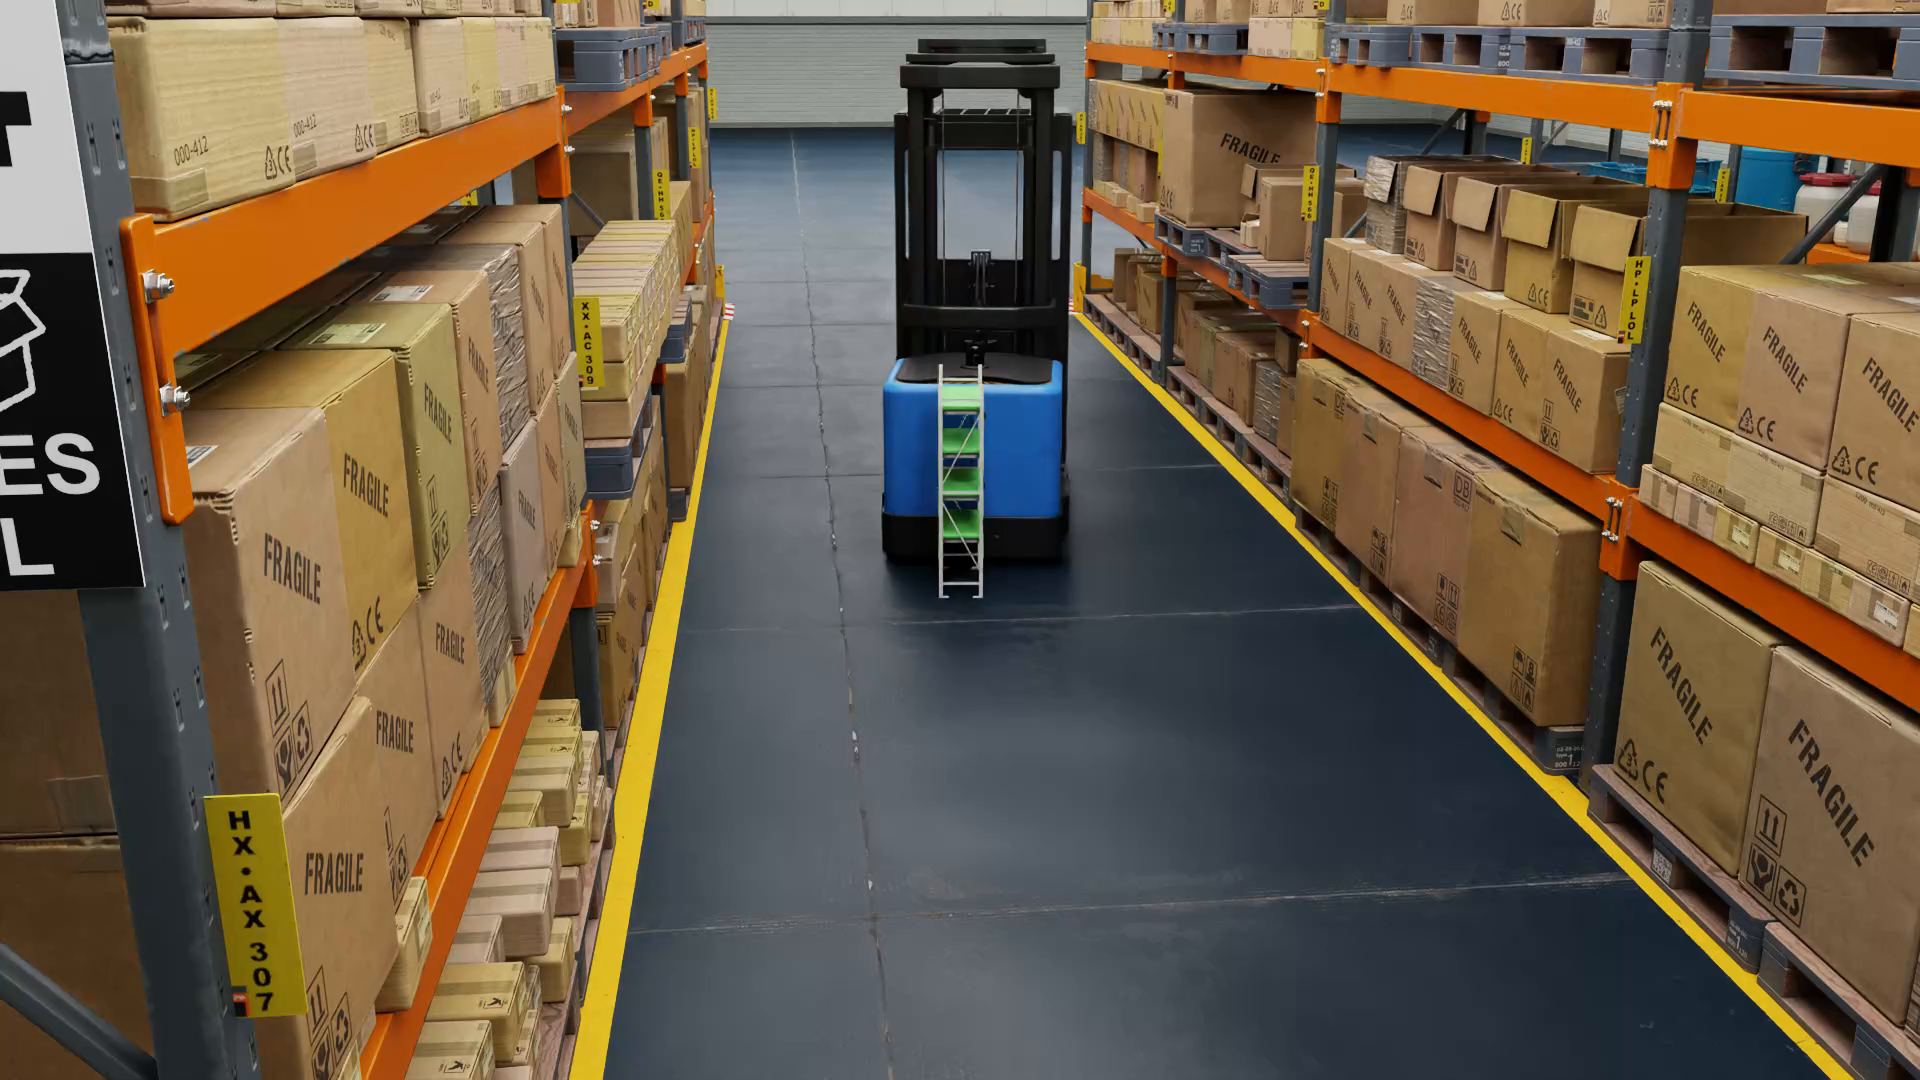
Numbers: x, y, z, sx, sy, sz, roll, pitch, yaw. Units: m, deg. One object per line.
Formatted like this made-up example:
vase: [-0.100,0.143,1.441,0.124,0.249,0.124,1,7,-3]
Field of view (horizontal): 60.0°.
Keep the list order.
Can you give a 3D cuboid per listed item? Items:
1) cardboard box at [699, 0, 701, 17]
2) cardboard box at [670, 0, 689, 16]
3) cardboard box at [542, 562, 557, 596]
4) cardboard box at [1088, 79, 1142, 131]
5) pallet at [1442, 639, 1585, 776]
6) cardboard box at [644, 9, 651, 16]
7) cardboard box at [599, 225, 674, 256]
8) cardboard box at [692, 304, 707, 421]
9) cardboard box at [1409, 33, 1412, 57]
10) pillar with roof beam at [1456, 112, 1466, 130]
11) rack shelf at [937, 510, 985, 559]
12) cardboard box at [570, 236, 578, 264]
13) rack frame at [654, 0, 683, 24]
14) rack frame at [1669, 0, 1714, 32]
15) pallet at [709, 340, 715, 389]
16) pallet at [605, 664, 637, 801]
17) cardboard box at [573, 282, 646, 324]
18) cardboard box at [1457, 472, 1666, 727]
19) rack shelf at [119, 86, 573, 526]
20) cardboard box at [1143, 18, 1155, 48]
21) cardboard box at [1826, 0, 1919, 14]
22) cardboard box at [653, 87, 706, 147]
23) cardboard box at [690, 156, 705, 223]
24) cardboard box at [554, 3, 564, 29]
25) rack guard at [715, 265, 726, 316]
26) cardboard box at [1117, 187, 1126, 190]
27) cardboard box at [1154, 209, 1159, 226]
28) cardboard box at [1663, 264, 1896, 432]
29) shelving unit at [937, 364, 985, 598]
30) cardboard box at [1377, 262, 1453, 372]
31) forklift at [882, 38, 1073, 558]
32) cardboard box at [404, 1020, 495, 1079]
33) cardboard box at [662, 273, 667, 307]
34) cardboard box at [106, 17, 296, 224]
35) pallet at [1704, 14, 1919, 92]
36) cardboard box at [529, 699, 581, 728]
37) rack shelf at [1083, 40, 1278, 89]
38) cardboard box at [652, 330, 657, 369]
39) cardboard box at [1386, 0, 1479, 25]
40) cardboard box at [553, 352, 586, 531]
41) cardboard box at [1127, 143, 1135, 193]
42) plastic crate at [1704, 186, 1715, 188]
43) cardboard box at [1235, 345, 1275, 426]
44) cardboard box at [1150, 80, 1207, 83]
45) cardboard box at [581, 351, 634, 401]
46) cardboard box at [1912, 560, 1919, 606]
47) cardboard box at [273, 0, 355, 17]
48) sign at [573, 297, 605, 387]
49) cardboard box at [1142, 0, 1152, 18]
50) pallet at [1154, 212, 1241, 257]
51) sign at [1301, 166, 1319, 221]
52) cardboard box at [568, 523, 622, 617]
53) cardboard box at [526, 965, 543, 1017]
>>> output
cardboard box: [-2.615,-4.946,15.467,0.380,0.149,0.250,-2,18,-5]
cardboard box: [-2.404,-4.340,13.538,0.380,0.149,0.250,-2,18,-7]
cardboard box: [-1.514,0.074,5.353,0.380,0.149,0.250,-1,17,-3]
cardboard box: [1.613,-4.471,17.078,0.500,0.500,0.500,-2,18,-6]
pallet: [2.910,0.701,7.591,1.003,0.211,1.213,-2,18,-6]
cardboard box: [-2.148,-3.329,10.047,0.500,0.311,0.500,-2,18,-6]
cardboard box: [-1.761,-1.628,9.079,0.380,0.149,0.250,-2,18,-6]
cardboard box: [-2.455,-1.319,12.426,1.050,0.750,0.750,-2,18,-6]
cardboard box: [2.857,-3.101,10.289,0.500,0.250,0.500,-1,17,-5]
pillar with roof beam: [10.164,-15.921,45.867,9.100,9.000,0.400,-2,18,-6]
rack shelf: [0.004,-0.040,9.301,0.258,0.148,0.480,0,18,0]
cardboard box: [-2.605,-1.644,10.238,0.500,0.500,0.500,-2,18,-6]
rack frame: [-2.704,-5.524,12.750,1.000,3.000,0.127,-2,18,-6]
rack frame: [3.065,-3.264,5.550,1.000,3.000,0.127,-2,18,-6]
pallet: [-2.705,-1.561,14.795,1.003,0.211,1.213,-2,18,-6]
pallet: [-1.961,0.820,7.213,1.003,0.211,1.213,-2,18,-6]
cardboard box: [-1.544,-1.008,7.106,0.380,0.149,0.250,-2,18,-6]
cardboard box: [2.979,0.222,7.309,1.225,0.875,0.875,-2,18,-5]
rack shelf: [-1.673,-0.771,3.817,1.077,0.370,4.000,-2,18,-6]
cardboard box: [1.889,-4.428,14.517,0.500,0.250,0.500,-1,17,-4]
cardboard box: [3.205,-1.897,5.170,0.700,0.500,0.500,-3,18,-9]
cardboard box: [-2.969,-4.168,16.391,0.875,0.550,0.550,-2,18,-6]
cardboard box: [-2.772,-3.171,15.019,0.875,0.550,0.550,-2,18,-6]
cardboard box: [-1.809,-2.074,5.900,0.700,0.500,0.500,-2,18,-6]
rack guard: [-3.119,-2.668,17.841,1.175,0.500,0.348,-2,18,-6]
cardboard box: [1.755,-3.392,16.395,0.380,0.149,0.250,-2,18,-6]
cardboard box: [1.909,-2.795,14.491,0.380,0.149,0.250,-2,18,-6]
cardboard box: [2.860,-0.679,5.834,0.500,0.500,0.500,-2,18,-6]
shelving unit: [0.004,-0.329,9.205,0.258,1.200,0.503,0,18,0]
cardboard box: [2.544,-1.182,8.766,0.500,0.500,0.500,-2,18,-7]
forklift: [0.159,-1.686,10.654,1.130,2.935,3.031,1,17,3]
cardboard box: [-1.356,1.311,4.059,0.380,0.149,0.250,-1,17,-3]
cardboard box: [-1.680,-1.253,8.382,0.380,0.149,0.250,-2,18,-6]
cardboard box: [-1.259,-0.588,2.285,0.500,0.250,0.500,-1,17,-4]
pallet: [3.139,-1.546,5.235,1.003,0.211,1.213,-2,18,-6]
cardboard box: [-1.583,0.695,6.019,0.380,0.149,0.250,-1,17,-4]
rack shelf: [2.033,-4.469,15.597,1.077,0.370,4.000,-2,18,-6]
cardboard box: [-1.602,-0.879,7.689,0.380,0.149,0.250,-2,18,-7]
cardboard box: [2.787,-3.095,9.145,0.797,0.503,0.637,-1,17,-2]
cardboard box: [-1.548,-0.333,5.566,0.500,0.500,0.500,-2,18,-6]
cardboard box: [2.076,-3.557,15.835,0.875,0.500,0.500,-2,18,-6]
plastic crate: [7.307,-3.250,15.876,0.450,0.188,0.662,-2,18,-6]
cardboard box: [2.428,-1.143,12.249,0.700,0.500,0.500,0,17,-1]
cardboard box: [2.187,-4.338,16.656,0.500,0.500,0.500,-2,18,-6]
cardboard box: [-1.462,-0.632,6.406,0.380,0.149,0.250,-1,17,-5]
cardboard box: [3.001,0.126,4.522,0.500,0.250,0.500,-2,18,-6]
cardboard box: [-1.308,-0.979,2.696,0.500,0.250,0.500,-2,18,-6]
sign: [-1.340,-0.711,5.987,0.100,0.325,0.005,-2,18,-6]
cardboard box: [1.816,-4.659,14.586,0.380,0.149,0.250,-2,18,-7]
pallet: [2.174,-2.461,13.330,1.003,0.211,1.213,-2,18,-6]
sign: [2.113,-2.088,10.021,0.100,0.325,0.005,-2,18,-6]
cardboard box: [-1.693,0.128,6.983,0.500,0.250,0.500,-3,18,-8]
cardboard box: [-1.433,1.376,4.845,0.380,0.149,0.250,-1,17,-5]
